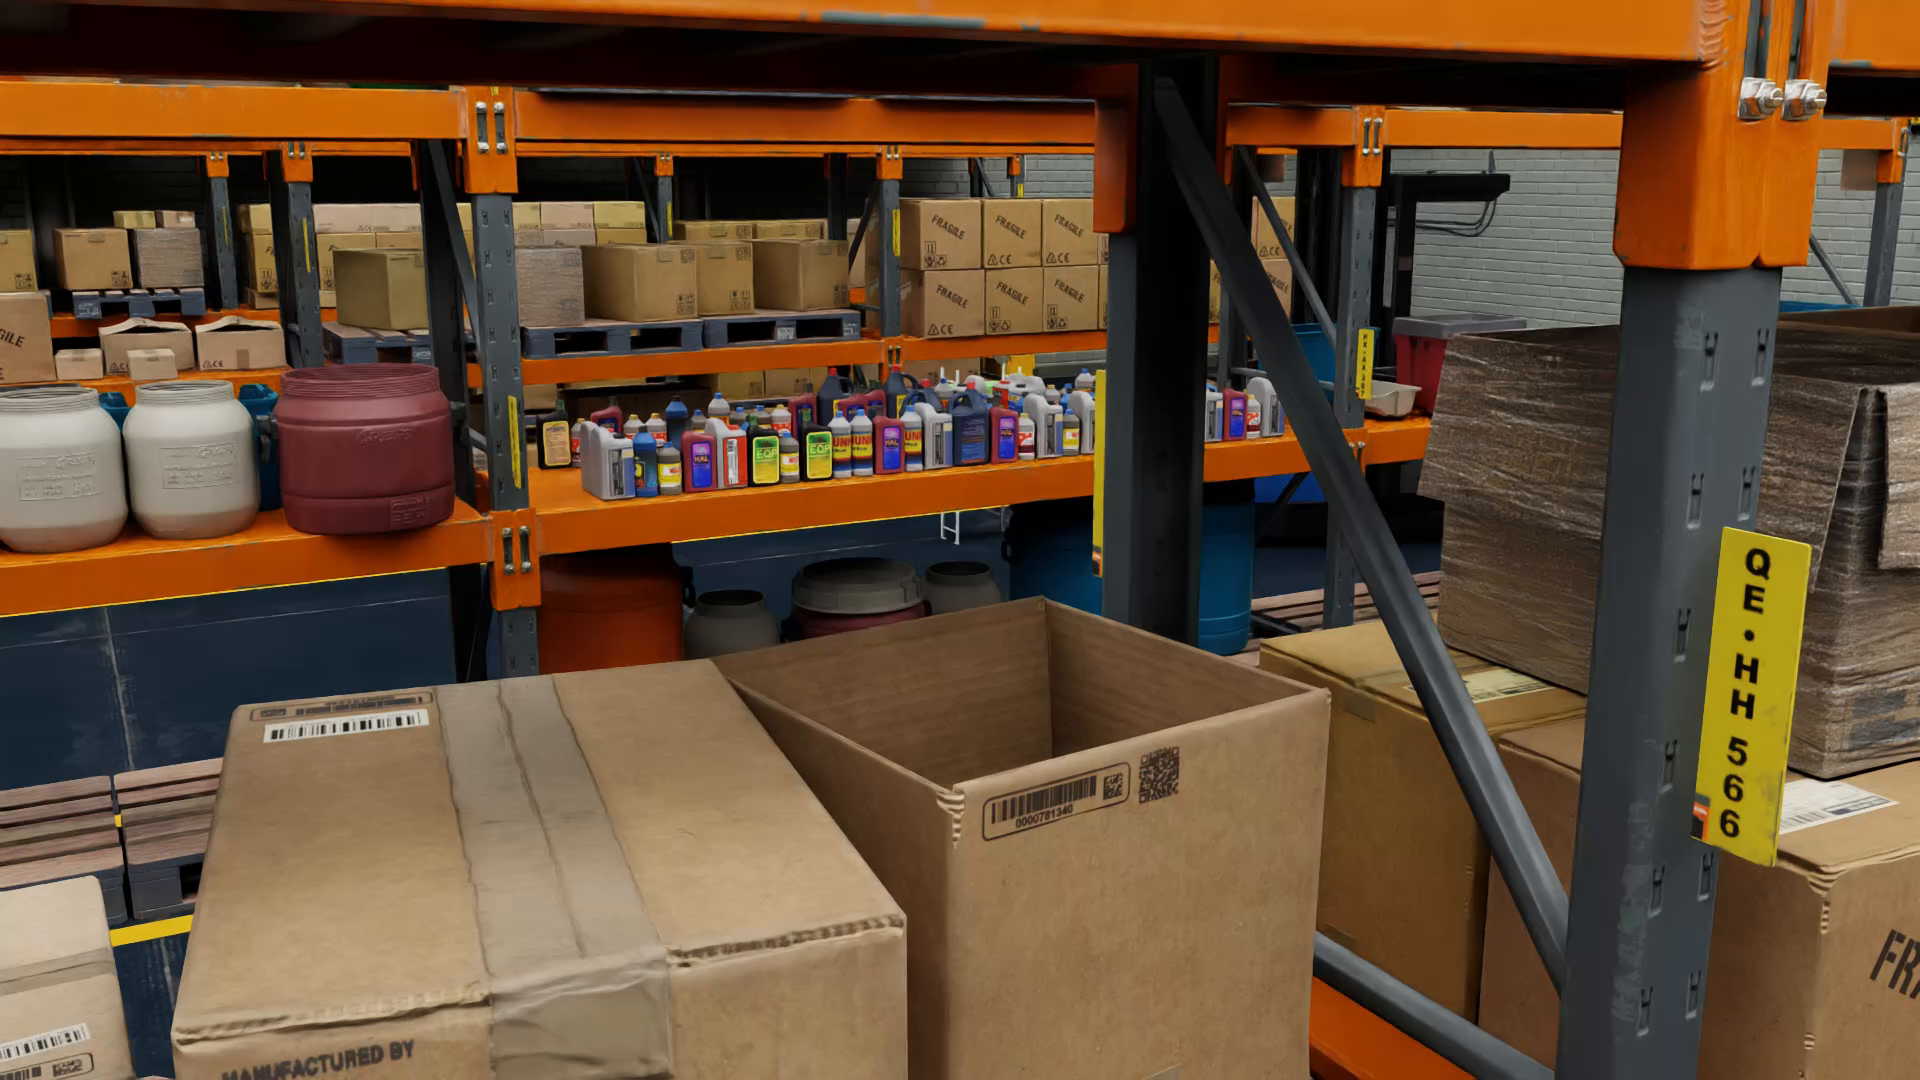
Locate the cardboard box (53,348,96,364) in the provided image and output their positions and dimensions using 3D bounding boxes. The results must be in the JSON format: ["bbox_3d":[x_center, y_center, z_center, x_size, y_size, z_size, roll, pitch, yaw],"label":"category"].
[{"bbox_3d":[-7.753,-1.514,14.489,0.500,0.250,0.500,-7,14,-27],"label":"cardboard box"}]

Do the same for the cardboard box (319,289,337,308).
[{"bbox_3d":[-5.716,-2.201,15.083,0.250,0.149,0.380,-6,14,-26],"label":"cardboard box"}]

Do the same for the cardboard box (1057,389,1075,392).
[{"bbox_3d":[0.919,-0.949,13.678,0.637,0.503,0.797,-7,14,-28],"label":"cardboard box"}]

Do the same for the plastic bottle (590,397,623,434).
[{"bbox_3d":[-1.515,-0.470,7.131,0.133,0.283,0.061,-7,14,-28],"label":"plastic bottle"}]

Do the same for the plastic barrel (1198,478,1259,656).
[{"bbox_3d":[1.157,0.074,8.270,0.708,0.901,0.600,-7,14,-28],"label":"plastic barrel"}]

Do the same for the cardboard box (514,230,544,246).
[{"bbox_3d":[-4.277,-2.708,15.857,0.500,0.500,0.500,-7,14,-28],"label":"cardboard box"}]

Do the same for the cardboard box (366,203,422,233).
[{"bbox_3d":[-5.185,-2.965,15.292,0.500,0.250,0.500,-7,14,-27],"label":"cardboard box"}]

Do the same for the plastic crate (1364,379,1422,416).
[{"bbox_3d":[2.119,-0.721,8.443,0.243,0.136,0.396,-7,14,-28],"label":"plastic crate"}]

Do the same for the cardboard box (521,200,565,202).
[{"bbox_3d":[-4.089,-3.223,16.439,0.500,0.250,0.500,-7,14,-27],"label":"cardboard box"}]

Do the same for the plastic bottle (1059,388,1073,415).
[{"bbox_3d":[0.494,-0.549,7.508,0.097,0.271,0.097,0,13,0],"label":"plastic bottle"}]

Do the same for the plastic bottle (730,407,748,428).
[{"bbox_3d":[-0.978,-0.490,7.406,0.097,0.201,0.097,0,13,0],"label":"plastic bottle"}]

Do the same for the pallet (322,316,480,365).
[{"bbox_3d":[-3.677,-1.324,11.097,1.003,0.211,1.213,-7,14,-28],"label":"pallet"}]

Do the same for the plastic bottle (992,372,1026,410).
[{"bbox_3d":[0.241,-0.665,8.017,0.135,0.276,0.152,-7,14,-28],"label":"plastic bottle"}]

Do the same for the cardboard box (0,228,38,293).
[{"bbox_3d":[-8.106,-2.364,14.051,0.500,0.500,0.700,-7,14,-28],"label":"cardboard box"}]

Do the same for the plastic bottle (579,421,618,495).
[{"bbox_3d":[-1.407,-0.330,6.525,0.135,0.276,0.152,-7,14,-28],"label":"plastic bottle"}]

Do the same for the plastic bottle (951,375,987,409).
[{"bbox_3d":[0.037,-0.641,7.908,0.135,0.276,0.152,-7,14,-28],"label":"plastic bottle"}]

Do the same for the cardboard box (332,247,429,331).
[{"bbox_3d":[-3.740,-1.674,11.033,0.700,0.500,0.500,11,17,41],"label":"cardboard box"}]

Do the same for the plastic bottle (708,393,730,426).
[{"bbox_3d":[-1.064,-0.514,7.353,0.097,0.271,0.097,0,13,0],"label":"plastic bottle"}]

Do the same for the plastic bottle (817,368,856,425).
[{"bbox_3d":[-0.555,-0.607,7.589,0.185,0.351,0.144,-7,14,-28],"label":"plastic bottle"}]

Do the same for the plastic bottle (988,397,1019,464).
[{"bbox_3d":[0.185,-0.475,7.153,0.133,0.283,0.061,-7,14,-28],"label":"plastic bottle"}]

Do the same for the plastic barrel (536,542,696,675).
[{"bbox_3d":[-1.447,0.421,6.891,0.708,0.830,0.600,-7,14,-28],"label":"plastic barrel"}]

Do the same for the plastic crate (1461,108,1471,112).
[{"bbox_3d":[2.576,-2.341,8.946,0.466,0.136,0.293,-7,14,-28],"label":"plastic crate"}]

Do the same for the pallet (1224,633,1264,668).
[{"bbox_3d":[0.945,0.635,8.307,1.213,0.211,1.003,-7,14,-28],"label":"pallet"}]

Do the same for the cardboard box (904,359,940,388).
[{"bbox_3d":[-0.599,-1.968,18.261,0.500,0.500,0.700,-7,14,-28],"label":"cardboard box"}]

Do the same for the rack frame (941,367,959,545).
[{"bbox_3d":[-0.069,-0.577,11.441,0.015,1.200,0.240,-7,14,-28],"label":"rack frame"}]

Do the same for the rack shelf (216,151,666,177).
[{"bbox_3d":[-4.860,-3.610,15.624,4.000,0.370,1.077,-7,14,-28],"label":"rack shelf"}]

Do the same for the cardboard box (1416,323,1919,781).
[{"bbox_3d":[1.154,-0.035,2.422,0.637,0.503,0.797,-6,14,-26],"label":"cardboard box"}]

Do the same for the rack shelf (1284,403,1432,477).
[{"bbox_3d":[3.398,-0.658,9.340,4.000,0.370,1.077,-7,14,-28],"label":"rack shelf"}]

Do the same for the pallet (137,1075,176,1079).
[{"bbox_3d":[-1.213,0.886,1.275,1.213,0.211,1.003,-7,14,-28],"label":"pallet"}]

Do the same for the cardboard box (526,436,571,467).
[{"bbox_3d":[-2.803,-0.429,11.373,0.500,0.500,0.500,-7,14,-29],"label":"cardboard box"}]

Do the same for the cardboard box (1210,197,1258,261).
[{"bbox_3d":[2.081,-2.558,13.638,0.500,0.500,0.500,-6,14,-26],"label":"cardboard box"}]

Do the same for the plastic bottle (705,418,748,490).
[{"bbox_3d":[-0.928,-0.349,6.611,0.135,0.276,0.152,-7,14,-28],"label":"plastic bottle"}]

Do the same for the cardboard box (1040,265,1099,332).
[{"bbox_3d":[0.738,-1.910,13.037,0.500,0.500,0.500,-7,14,-28],"label":"cardboard box"}]

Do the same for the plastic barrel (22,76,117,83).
[{"bbox_3d":[-2.873,-1.595,5.348,0.301,0.262,0.301,0,13,0],"label":"plastic barrel"}]

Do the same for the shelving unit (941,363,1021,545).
[{"bbox_3d":[0.145,-0.603,11.555,0.503,1.200,0.258,-7,14,-28],"label":"shelving unit"}]

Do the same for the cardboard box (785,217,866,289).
[{"bbox_3d":[-1.343,-3.062,17.701,0.700,0.700,0.980,-8,15,-31],"label":"cardboard box"}]

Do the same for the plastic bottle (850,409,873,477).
[{"bbox_3d":[-0.408,-0.402,6.858,0.097,0.271,0.097,0,13,0],"label":"plastic bottle"}]

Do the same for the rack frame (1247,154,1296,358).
[{"bbox_3d":[2.783,-2.174,14.439,0.127,3.000,1.000,-7,14,-28],"label":"rack frame"}]

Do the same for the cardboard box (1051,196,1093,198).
[{"bbox_3d":[0.925,-2.553,13.618,0.500,0.500,0.500,-7,14,-28],"label":"cardboard box"}]

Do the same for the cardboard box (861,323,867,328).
[{"bbox_3d":[-1.033,-2.283,18.180,0.250,0.149,0.380,-7,14,-27],"label":"cardboard box"}]

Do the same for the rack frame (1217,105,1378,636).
[{"bbox_3d":[1.642,-0.799,8.326,0.127,3.000,1.000,-7,14,-28],"label":"rack frame"}]

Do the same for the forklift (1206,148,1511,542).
[{"bbox_3d":[3.142,-1.529,11.727,3.031,2.935,1.130,-2,13,-8],"label":"forklift"}]

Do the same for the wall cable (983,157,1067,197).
[{"bbox_3d":[1.077,-3.941,19.976,1.851,1.984,0.084,-7,14,-28],"label":"wall cable"}]

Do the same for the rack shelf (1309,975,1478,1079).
[{"bbox_3d":[2.260,0.717,3.229,4.000,0.370,1.077,-7,14,-28],"label":"rack shelf"}]

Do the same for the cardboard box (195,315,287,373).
[{"bbox_3d":[-4.579,-1.259,10.577,0.500,0.311,0.500,-6,14,-24],"label":"cardboard box"}]

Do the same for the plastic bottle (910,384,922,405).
[{"bbox_3d":[-0.180,-0.584,7.663,0.097,0.271,0.097,0,13,0],"label":"plastic bottle"}]

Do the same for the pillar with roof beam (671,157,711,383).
[{"bbox_3d":[-0.842,-5.045,13.532,0.400,9.000,9.100,-7,14,-28],"label":"pillar with roof beam"}]

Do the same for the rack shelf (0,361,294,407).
[{"bbox_3d":[-5.994,-0.771,9.844,4.000,0.370,1.077,-7,14,-28],"label":"rack shelf"}]

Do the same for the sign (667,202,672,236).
[{"bbox_3d":[-2.836,-3.131,16.231,0.005,0.325,0.100,-7,14,-28],"label":"sign"}]

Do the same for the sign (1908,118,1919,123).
[{"bbox_3d":[5.431,-2.527,9.414,0.005,0.325,0.100,-7,14,-28],"label":"sign"}]

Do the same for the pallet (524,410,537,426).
[{"bbox_3d":[-4.818,-1.123,16.116,1.213,0.211,1.003,-7,14,-28],"label":"pallet"}]

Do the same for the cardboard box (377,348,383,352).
[{"bbox_3d":[-5.135,-1.586,15.765,0.750,0.750,0.750,-7,14,-28],"label":"cardboard box"}]

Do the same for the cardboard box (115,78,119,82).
[{"bbox_3d":[-5.061,-2.811,9.820,0.500,0.250,0.500,-6,14,-26],"label":"cardboard box"}]
